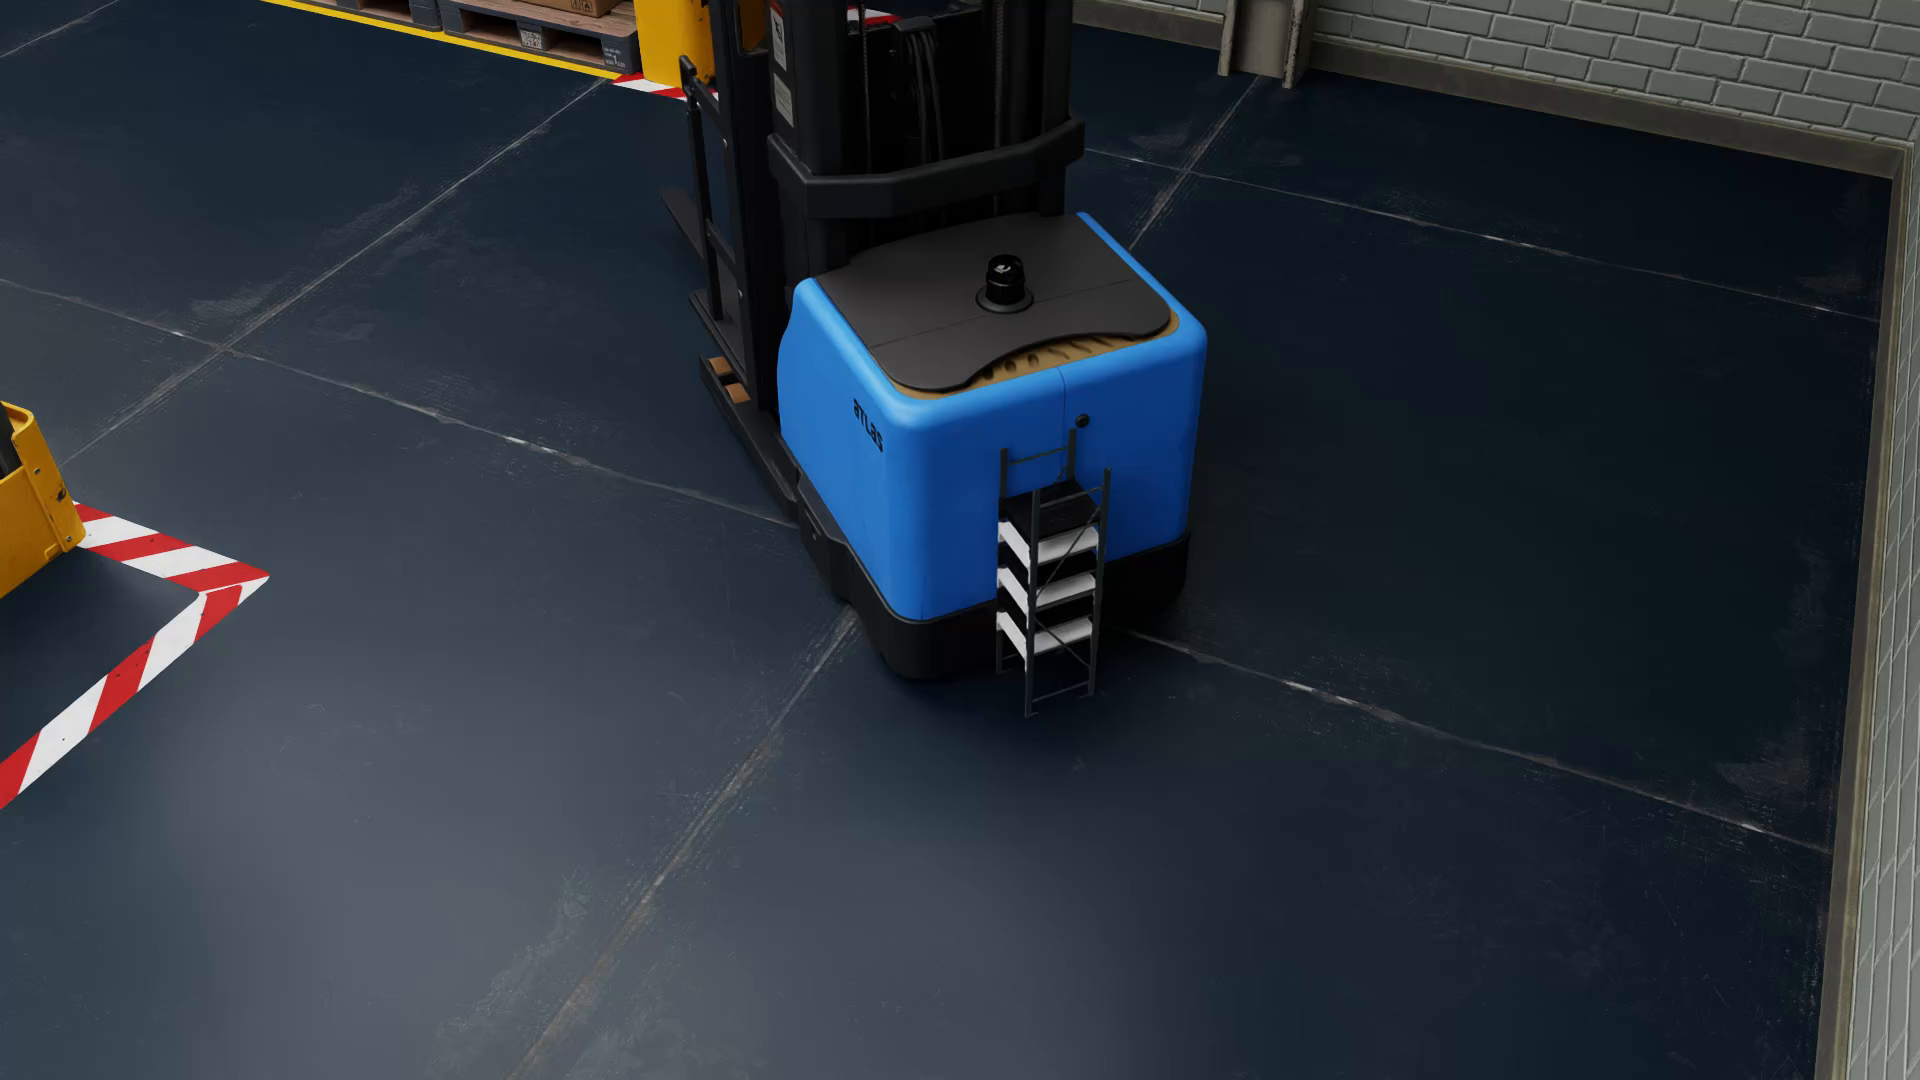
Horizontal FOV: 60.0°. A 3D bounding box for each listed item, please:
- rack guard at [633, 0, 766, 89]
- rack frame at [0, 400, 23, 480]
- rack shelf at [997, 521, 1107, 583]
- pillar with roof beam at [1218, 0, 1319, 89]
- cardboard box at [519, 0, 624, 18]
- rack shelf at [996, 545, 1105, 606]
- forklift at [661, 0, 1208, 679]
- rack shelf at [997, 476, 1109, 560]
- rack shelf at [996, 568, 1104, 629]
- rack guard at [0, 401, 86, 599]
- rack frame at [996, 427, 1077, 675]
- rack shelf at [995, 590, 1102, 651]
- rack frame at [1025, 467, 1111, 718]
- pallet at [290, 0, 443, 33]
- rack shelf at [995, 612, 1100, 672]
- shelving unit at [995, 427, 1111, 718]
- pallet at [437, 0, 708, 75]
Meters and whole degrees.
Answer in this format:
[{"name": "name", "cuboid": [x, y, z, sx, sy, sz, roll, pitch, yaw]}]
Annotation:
[{"name": "rack guard", "cuboid": [-1.232, -2.833, 8.637, 0.348, 0.500, 1.175, 17, 44, 19]}, {"name": "rack frame", "cuboid": [-3.345, -0.843, 4.432, 0.127, 3.000, 1.000, 17, 44, 19]}, {"name": "rack shelf", "cuboid": [0.266, 0.002, 4.836, 0.258, 0.077, 0.200, -17, 44, -19]}, {"name": "pillar with roof beam", "cuboid": [-0.261, -3.262, 2.642, 0.400, 9.000, 9.100, 17, 44, 19]}, {"name": "cardboard box", "cuboid": [-1.930, -3.133, 8.662, 0.500, 0.500, 0.700, 17, 44, 19]}, {"name": "rack shelf", "cuboid": [0.266, 0.070, 4.895, 0.258, 0.077, 0.200, -17, 44, -19]}, {"name": "forklift", "cuboid": [-0.340, -1.642, 5.407, 1.130, 2.935, 3.031, -17, 44, -19]}, {"name": "rack shelf", "cuboid": [0.266, -0.066, 4.777, 0.258, 0.077, 0.200, -17, 44, -19]}, {"name": "rack shelf", "cuboid": [0.266, 0.138, 4.954, 0.258, 0.077, 0.200, -17, 44, -19]}, {"name": "rack guard", "cuboid": [-3.413, 0.081, 5.275, 0.348, 0.500, 1.175, 17, 44, 19]}, {"name": "rack frame", "cuboid": [0.223, 0.053, 5.002, 0.240, 0.900, 0.006, -17, 44, -19]}, {"name": "rack shelf", "cuboid": [0.266, 0.206, 5.013, 0.258, 0.077, 0.200, -17, 44, -19]}, {"name": "rack frame", "cuboid": [0.309, 0.173, 4.863, 0.240, 0.900, 0.006, -17, 44, -19]}, {"name": "pallet", "cuboid": [-3.113, -3.244, 9.332, 1.213, 0.211, 1.003, 17, 44, 19]}, {"name": "rack shelf", "cuboid": [0.266, 0.274, 5.072, 0.258, 0.077, 0.200, -17, 44, -19]}, {"name": "shelving unit", "cuboid": [0.266, 0.113, 4.932, 0.258, 0.900, 0.210, -17, 44, -19]}, {"name": "pallet", "cuboid": [-2.011, -2.905, 8.941, 1.213, 0.211, 1.003, 17, 44, 19]}]
